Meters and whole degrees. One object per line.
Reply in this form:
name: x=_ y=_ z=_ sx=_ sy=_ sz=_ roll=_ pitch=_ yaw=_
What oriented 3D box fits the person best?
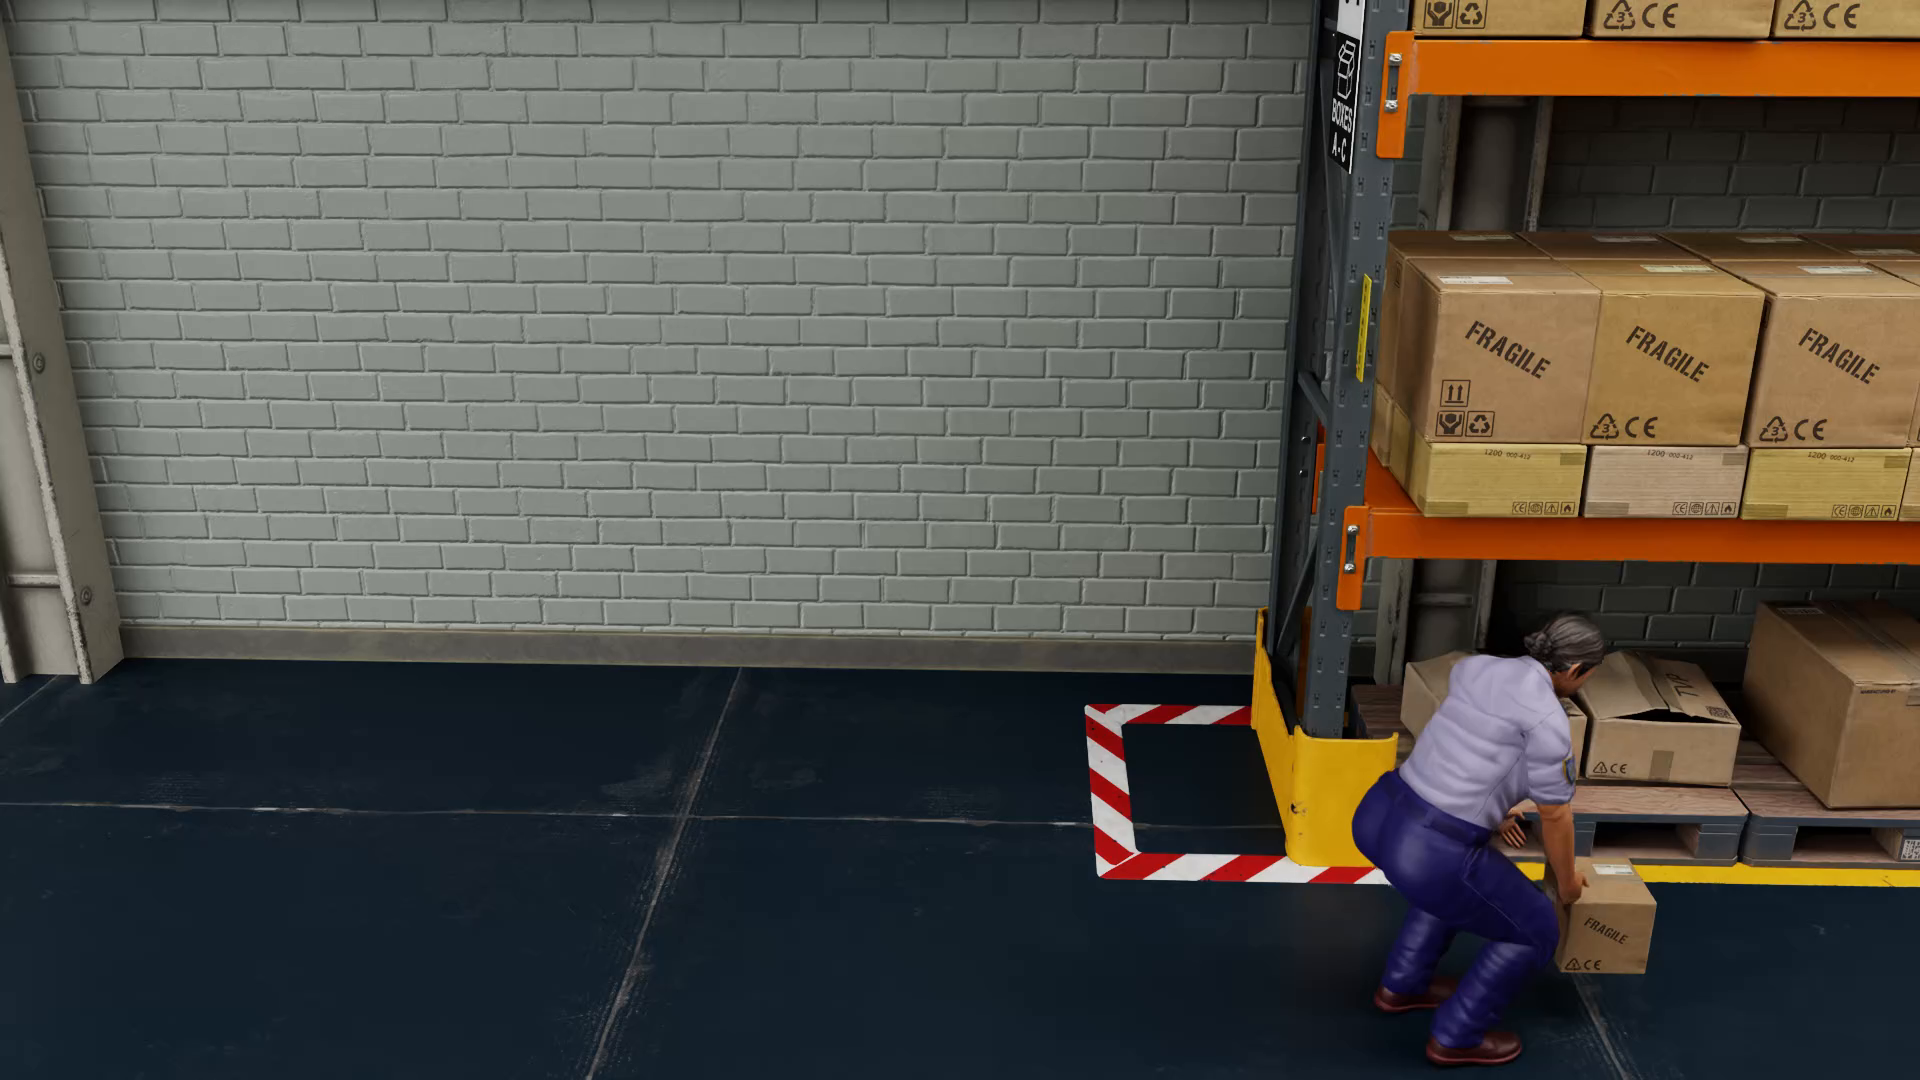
person: x=1.484 y=0.855 z=4.846 sx=0.687 sy=1.314 sz=0.535 roll=-5 pitch=21 yaw=-13
